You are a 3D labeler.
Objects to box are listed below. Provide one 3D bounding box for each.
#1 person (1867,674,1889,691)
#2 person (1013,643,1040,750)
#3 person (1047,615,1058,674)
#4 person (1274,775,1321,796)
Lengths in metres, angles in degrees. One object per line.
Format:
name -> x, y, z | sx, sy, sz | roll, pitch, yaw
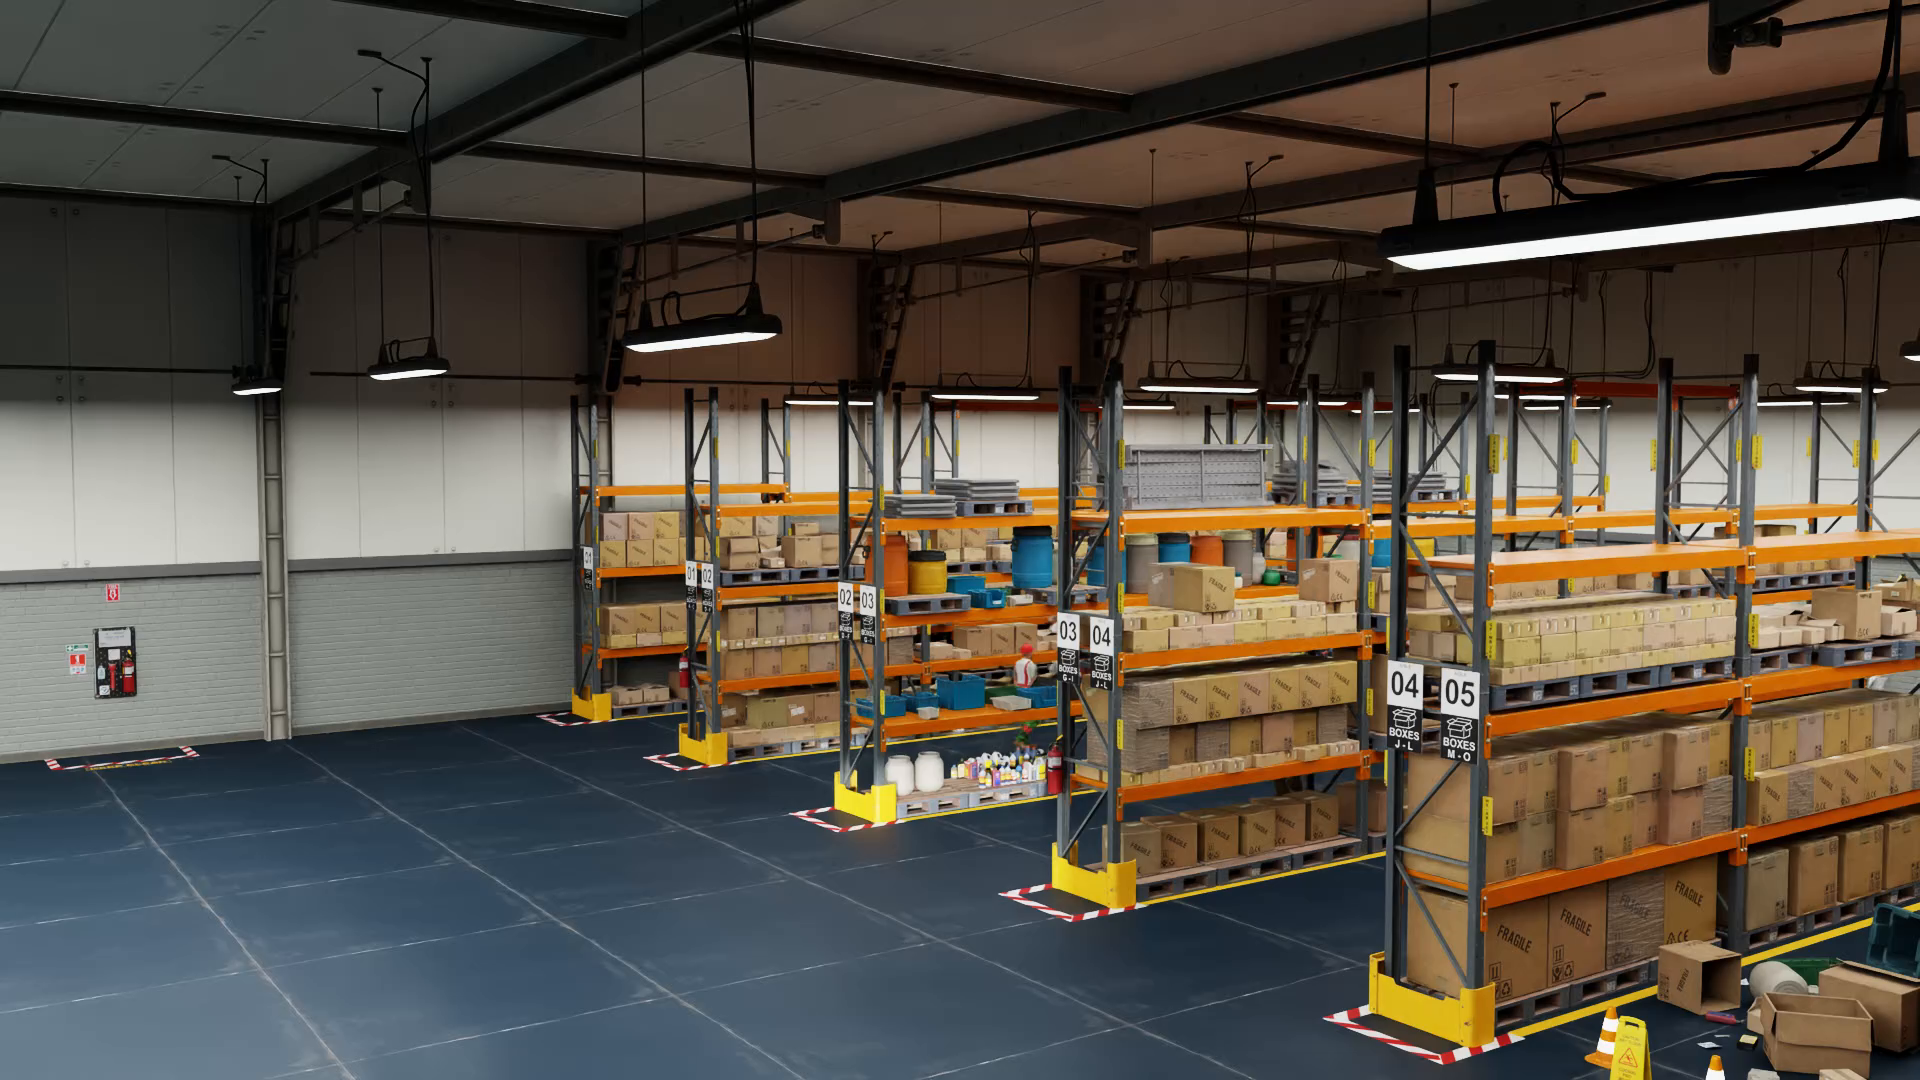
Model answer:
person -> 16.588, 2.455, 30.025 | 0.468, 1.793, 0.558 | 2, 4, 36
person -> 1.080, 2.610, 27.696 | 0.539, 1.791, 0.562 | -2, 4, -30
person -> 2.067, 2.291, 33.881 | 0.642, 1.690, 0.754 | -2, 4, -24
person -> 4.599, 2.929, 22.695 | 0.751, 1.757, 0.641 | -1, 4, -16
